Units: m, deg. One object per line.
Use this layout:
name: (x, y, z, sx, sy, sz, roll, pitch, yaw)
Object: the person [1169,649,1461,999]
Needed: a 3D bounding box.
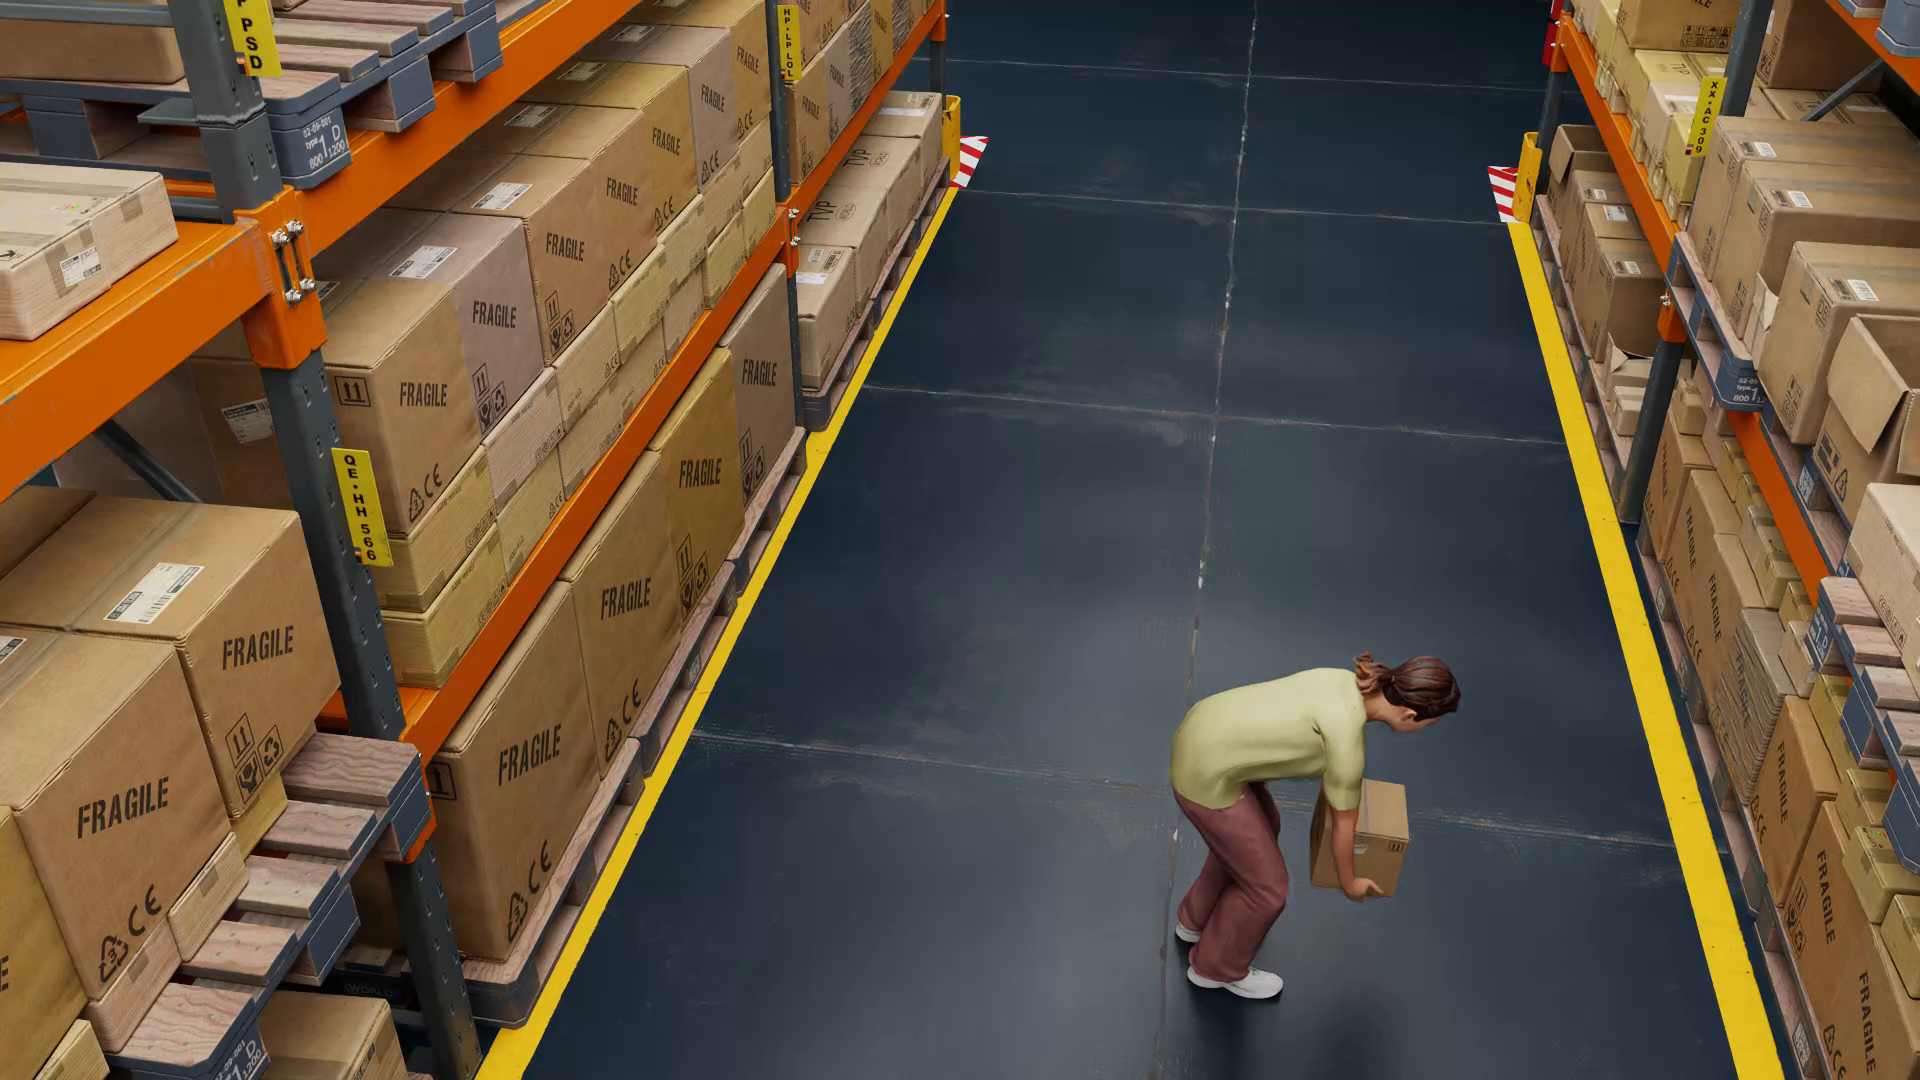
person: (1.046, 0.870, 5.151, 0.819, 1.273, 0.418, 4, 33, 7)
